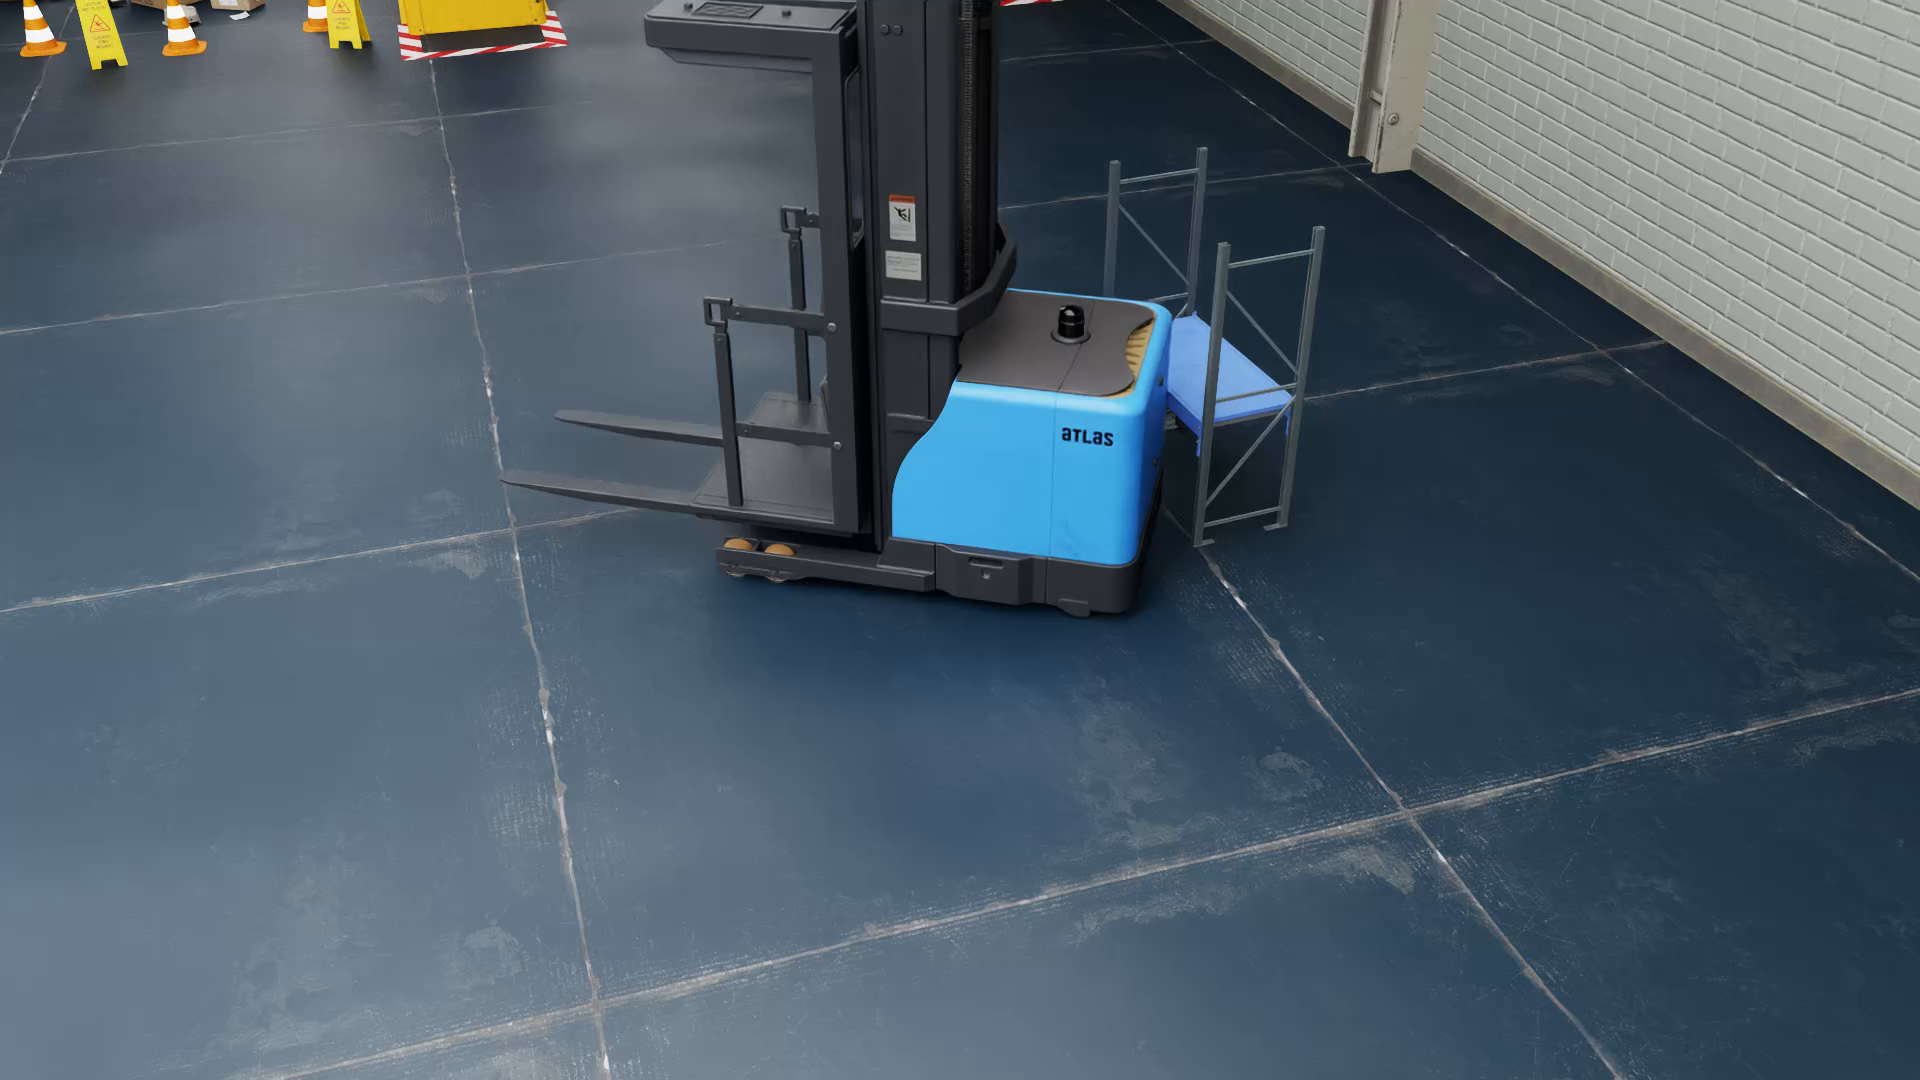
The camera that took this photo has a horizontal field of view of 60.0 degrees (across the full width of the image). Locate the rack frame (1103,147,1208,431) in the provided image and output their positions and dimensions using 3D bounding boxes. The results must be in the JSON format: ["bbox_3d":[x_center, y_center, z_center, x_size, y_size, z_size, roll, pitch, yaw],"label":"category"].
[{"bbox_3d":[0.929,-1.167,8.155,0.500,1.500,0.032,-12,35,-18],"label":"rack frame"}]

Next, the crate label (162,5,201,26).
[{"bbox_3d":[-6.824,-4.592,14.575,0.298,0.136,0.250,27,42,34],"label":"crate label"}]

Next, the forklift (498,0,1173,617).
[{"bbox_3d":[-0.616,-1.310,7.074,3.031,2.935,1.130,7,34,11],"label":"forklift"}]

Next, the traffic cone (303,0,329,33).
[{"bbox_3d":[-5.572,-4.691,14.429,0.336,0.463,0.334,-10,35,-15],"label":"traffic cone"}]

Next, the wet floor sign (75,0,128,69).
[{"bbox_3d":[-7.001,-4.190,13.506,0.267,0.644,0.232,-16,37,-23],"label":"wet floor sign"}]

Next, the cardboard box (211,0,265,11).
[{"bbox_3d":[-6.536,-4.899,15.029,0.380,0.149,0.250,7,34,10],"label":"cardboard box"}]

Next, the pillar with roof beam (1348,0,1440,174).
[{"bbox_3d":[-1.110,-5.723,8.248,9.100,9.000,0.400,-10,35,-15],"label":"pillar with roof beam"}]

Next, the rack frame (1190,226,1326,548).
[{"bbox_3d":[1.307,-0.646,7.368,0.500,1.500,0.032,-12,35,-18],"label":"rack frame"}]

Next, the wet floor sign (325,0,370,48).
[{"bbox_3d":[-5.173,-4.478,13.942,0.267,0.644,0.232,1,33,2],"label":"wet floor sign"}]

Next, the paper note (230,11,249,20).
[{"bbox_3d":[-6.396,-4.663,14.779,0.148,0.019,0.142,-23,40,-31],"label":"paper note"}]

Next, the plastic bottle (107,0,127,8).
[{"bbox_3d":[-7.682,-4.905,15.117,0.133,0.061,0.283,-23,40,-31],"label":"plastic bottle"}]

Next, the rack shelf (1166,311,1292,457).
[{"bbox_3d":[1.118,-0.756,7.861,0.538,0.185,1.000,-12,35,-18],"label":"rack shelf"}]

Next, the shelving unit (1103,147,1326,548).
[{"bbox_3d":[1.118,-0.906,7.761,0.538,1.500,1.048,-12,35,-18],"label":"shelving unit"}]

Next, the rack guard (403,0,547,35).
[{"bbox_3d":[-4.235,-4.737,14.466,1.175,0.500,0.348,-10,35,-15],"label":"rack guard"}]

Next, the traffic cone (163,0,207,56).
[{"bbox_3d":[-6.525,-4.325,13.876,0.336,0.463,0.334,-10,35,-15],"label":"traffic cone"}]

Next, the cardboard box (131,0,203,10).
[{"bbox_3d":[-7.159,-5.195,15.156,0.637,0.503,0.797,19,38,26],"label":"cardboard box"}]

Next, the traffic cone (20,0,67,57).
[{"bbox_3d":[-7.705,-4.314,13.859,0.336,0.463,0.334,-10,35,-15],"label":"traffic cone"}]
